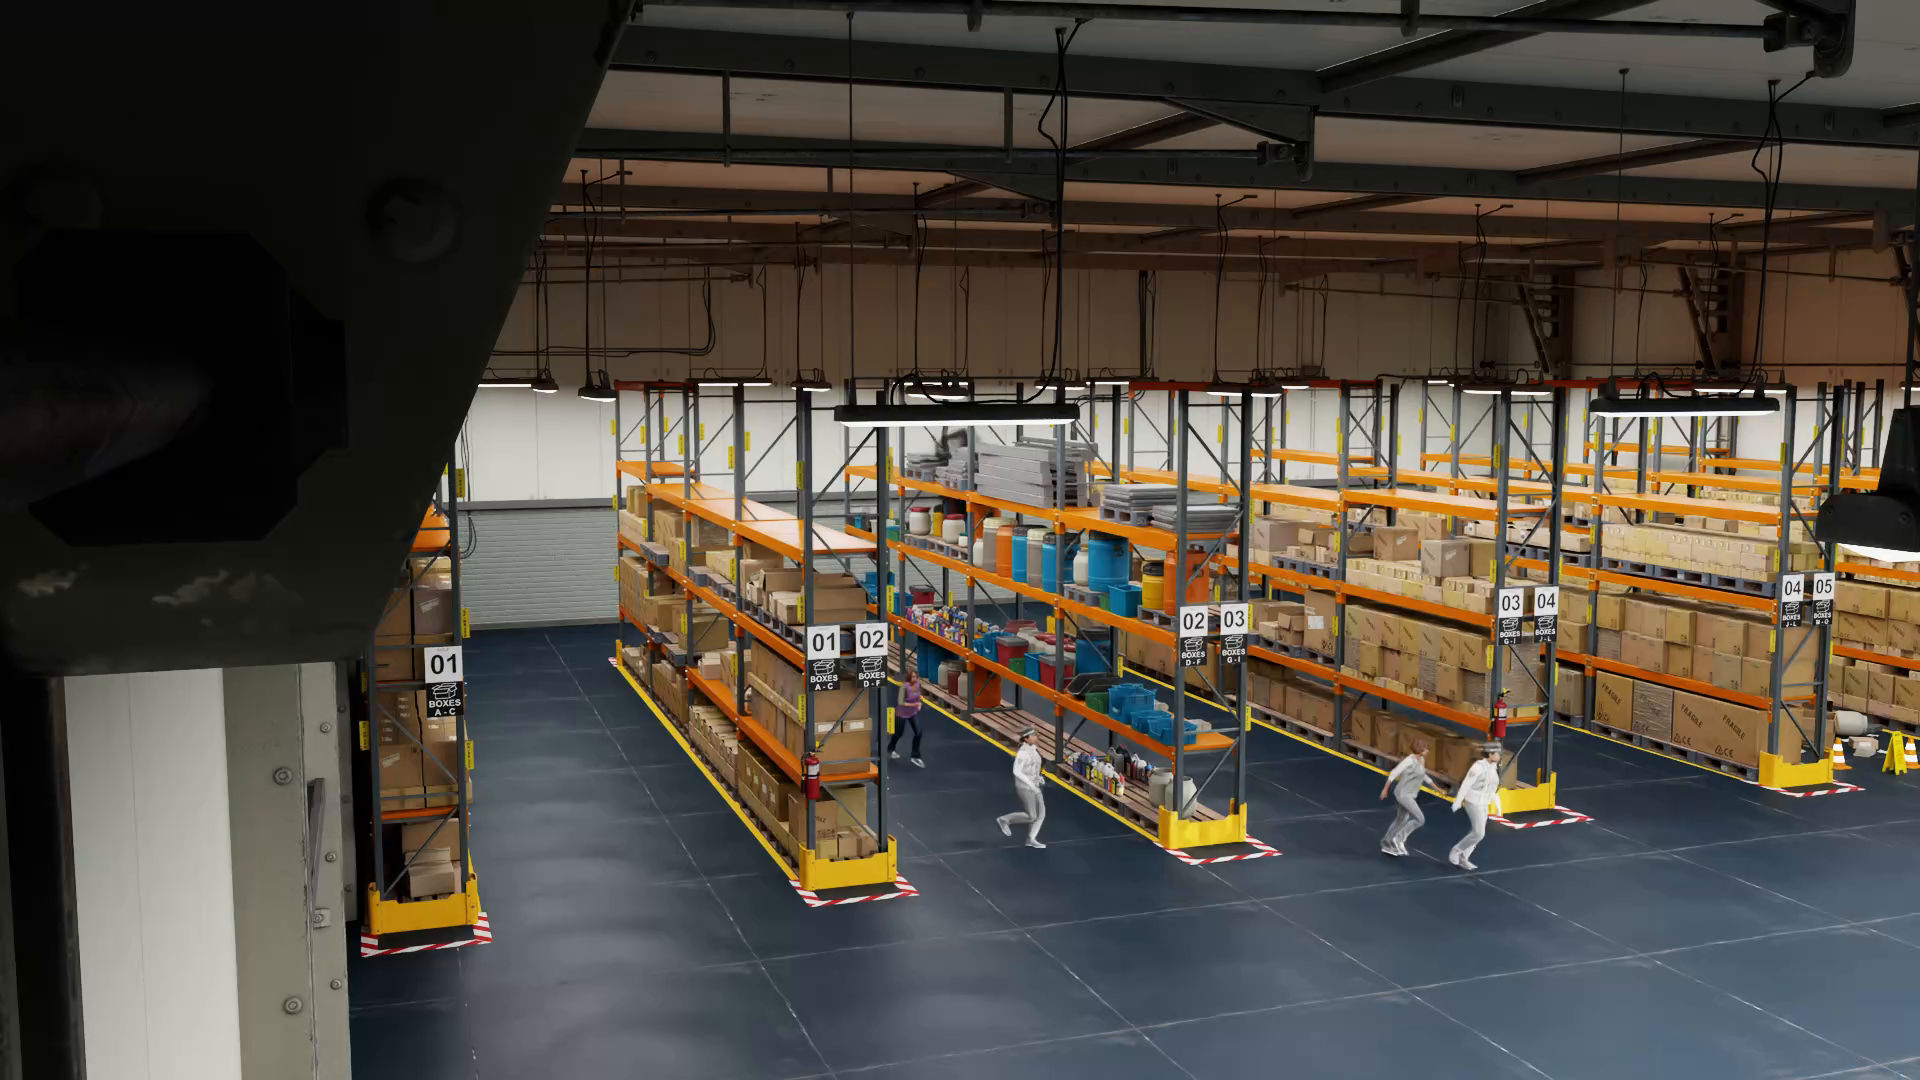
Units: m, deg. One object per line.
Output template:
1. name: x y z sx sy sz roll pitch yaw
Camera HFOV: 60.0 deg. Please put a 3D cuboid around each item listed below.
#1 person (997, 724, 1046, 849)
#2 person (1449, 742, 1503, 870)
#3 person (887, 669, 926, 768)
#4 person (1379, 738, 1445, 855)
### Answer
1. person: 0.825 3.218 21.817 0.652 1.652 0.631 2 6 20
2. person: 6.482 3.335 20.869 0.544 1.643 0.631 5 8 41
3. person: -0.840 2.788 26.270 0.542 1.553 0.905 -4 8 -37
4. person: 5.807 3.304 21.361 0.764 1.551 0.521 4 7 32
